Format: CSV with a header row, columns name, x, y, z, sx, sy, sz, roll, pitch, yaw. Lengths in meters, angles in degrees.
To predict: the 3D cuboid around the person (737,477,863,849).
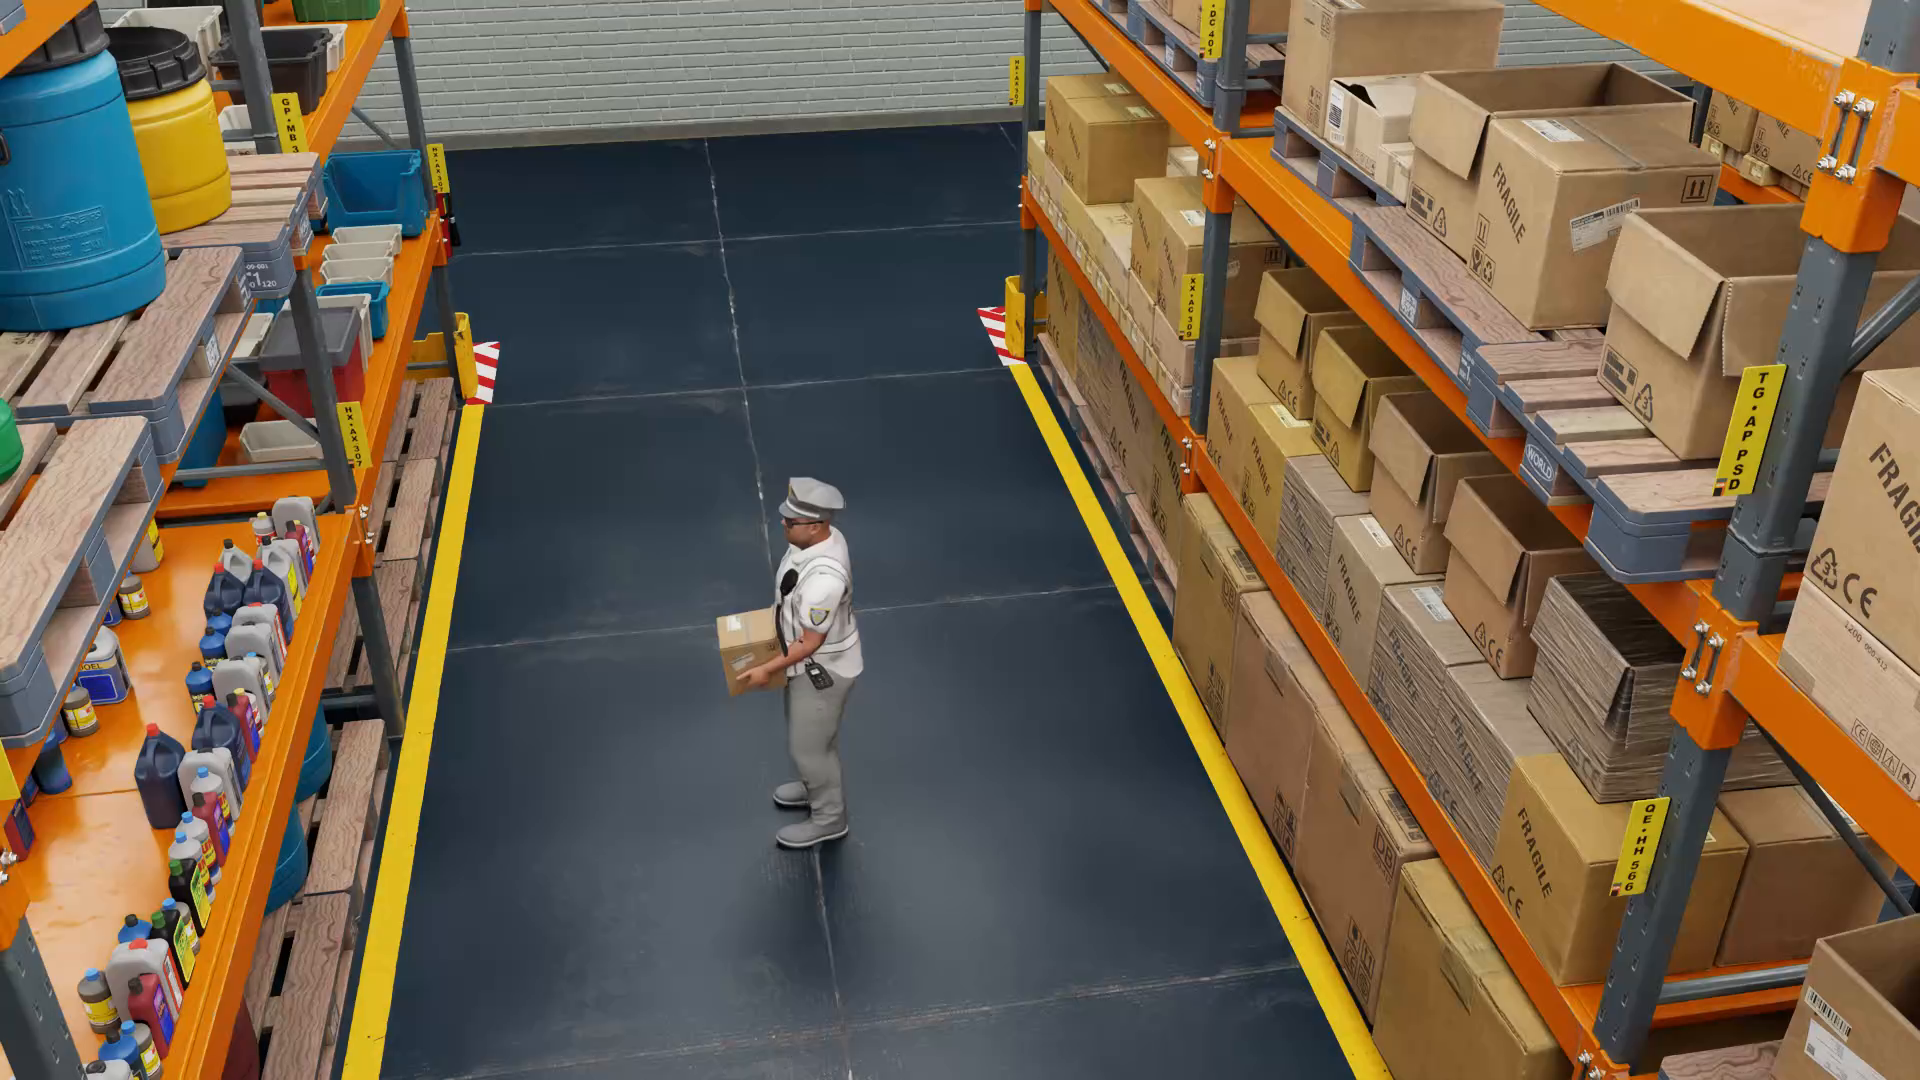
name,x,y,z,sx,sy,sz,roll,pitch,yaw
person,-0.700,0.529,7.206,0.545,1.775,0.521,-5,31,-9
